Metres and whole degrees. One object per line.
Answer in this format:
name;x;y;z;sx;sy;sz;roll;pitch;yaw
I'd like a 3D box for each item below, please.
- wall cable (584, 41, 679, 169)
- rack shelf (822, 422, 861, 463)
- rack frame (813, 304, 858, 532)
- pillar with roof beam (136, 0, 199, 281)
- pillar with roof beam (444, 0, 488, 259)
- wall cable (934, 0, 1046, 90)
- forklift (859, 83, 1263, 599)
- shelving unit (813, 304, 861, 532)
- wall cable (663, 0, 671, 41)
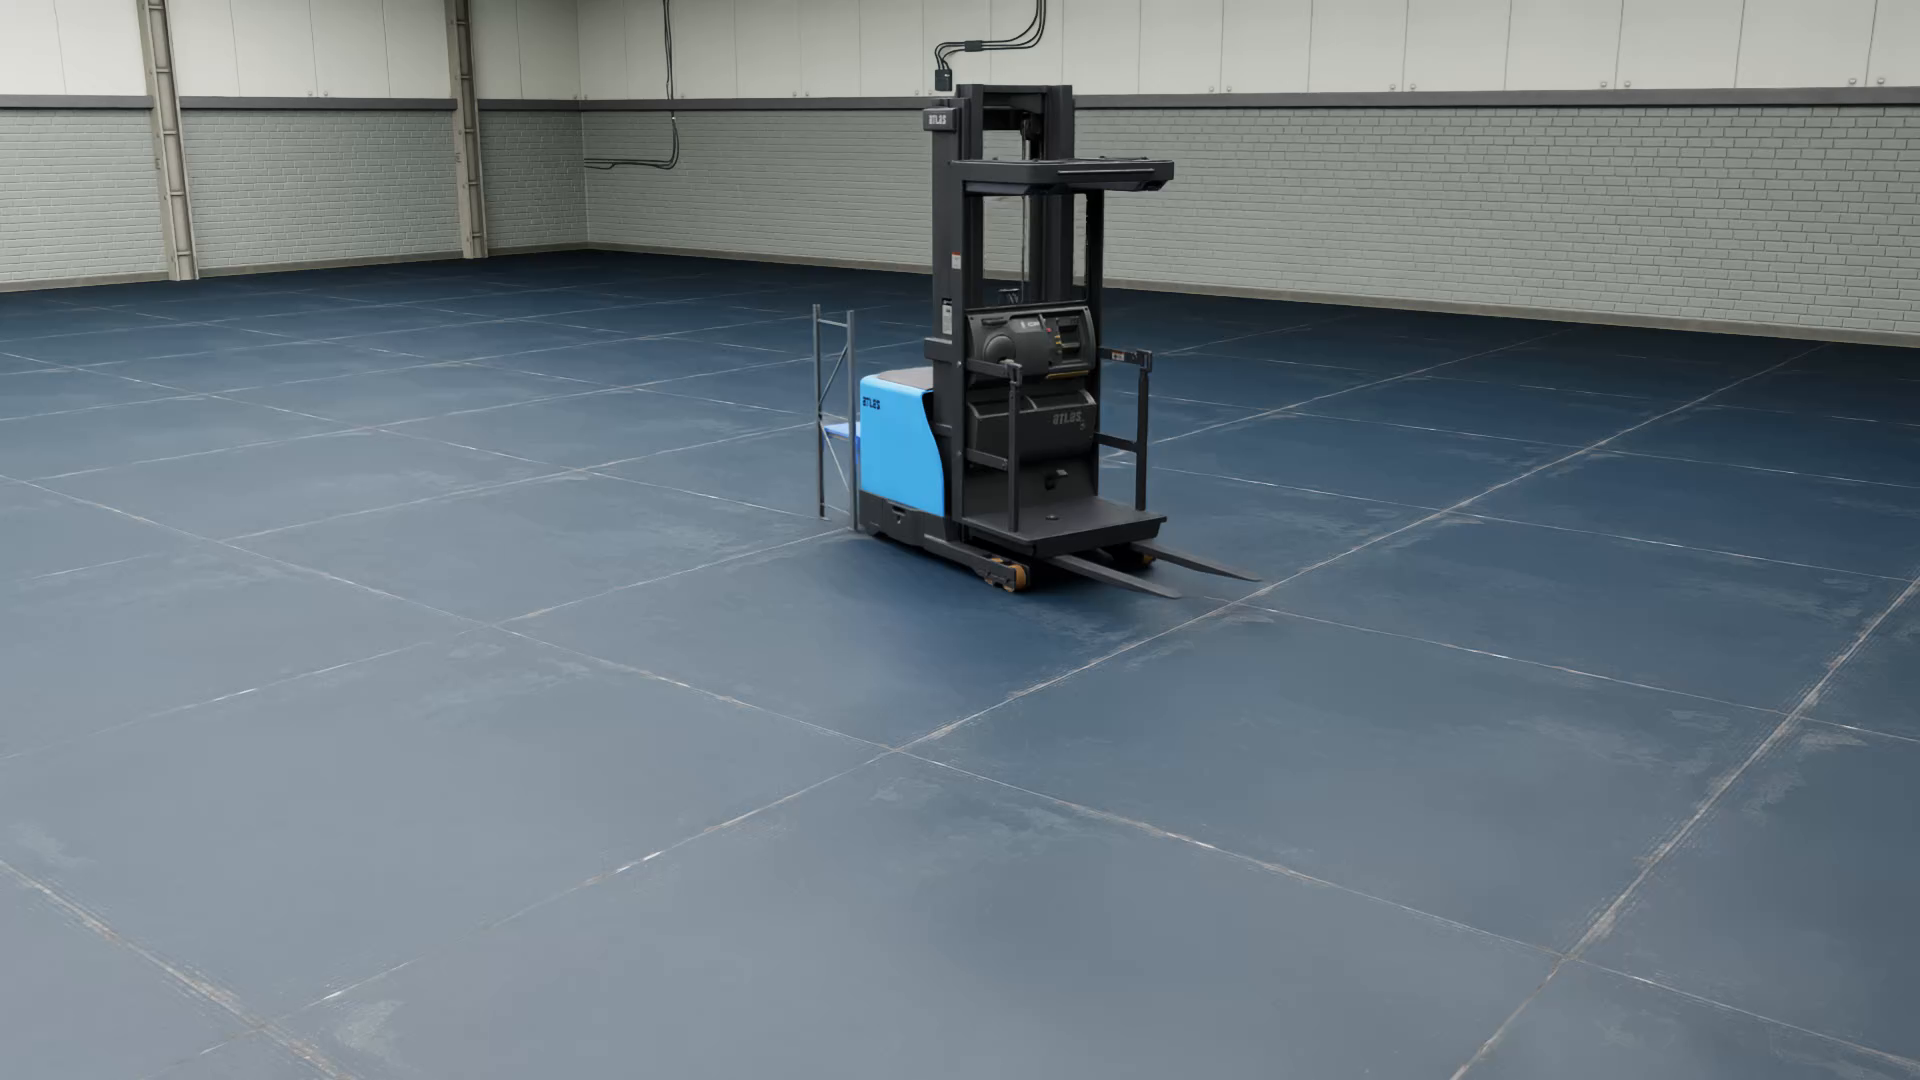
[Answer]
wall cable;-6.894;-8.912;34.236;3.097;2.526;0.112;11;18;38
rack shelf;-0.434;-0.733;11.692;1.000;0.185;0.538;-10;17;-33
rack frame;-0.853;-0.836;11.370;0.032;1.500;0.500;-10;17;-33
pillar with roof beam;-10.197;-8.243;25.292;9.100;9.000;0.400;11;18;38
pillar with roof beam;-6.426;-9.392;29.816;9.100;9.000;0.400;11;18;38
wall cable;0.480;-10.593;27.640;2.305;6.003;0.169;11;18;38
forklift;0.570;-1.244;10.068;1.130;2.935;3.031;-10;17;-34
shelving unit;-0.434;-0.907;11.648;1.048;1.500;0.538;-10;17;-33
wall cable;-4.790;-10.941;31.966;3.097;2.526;0.112;11;18;38
